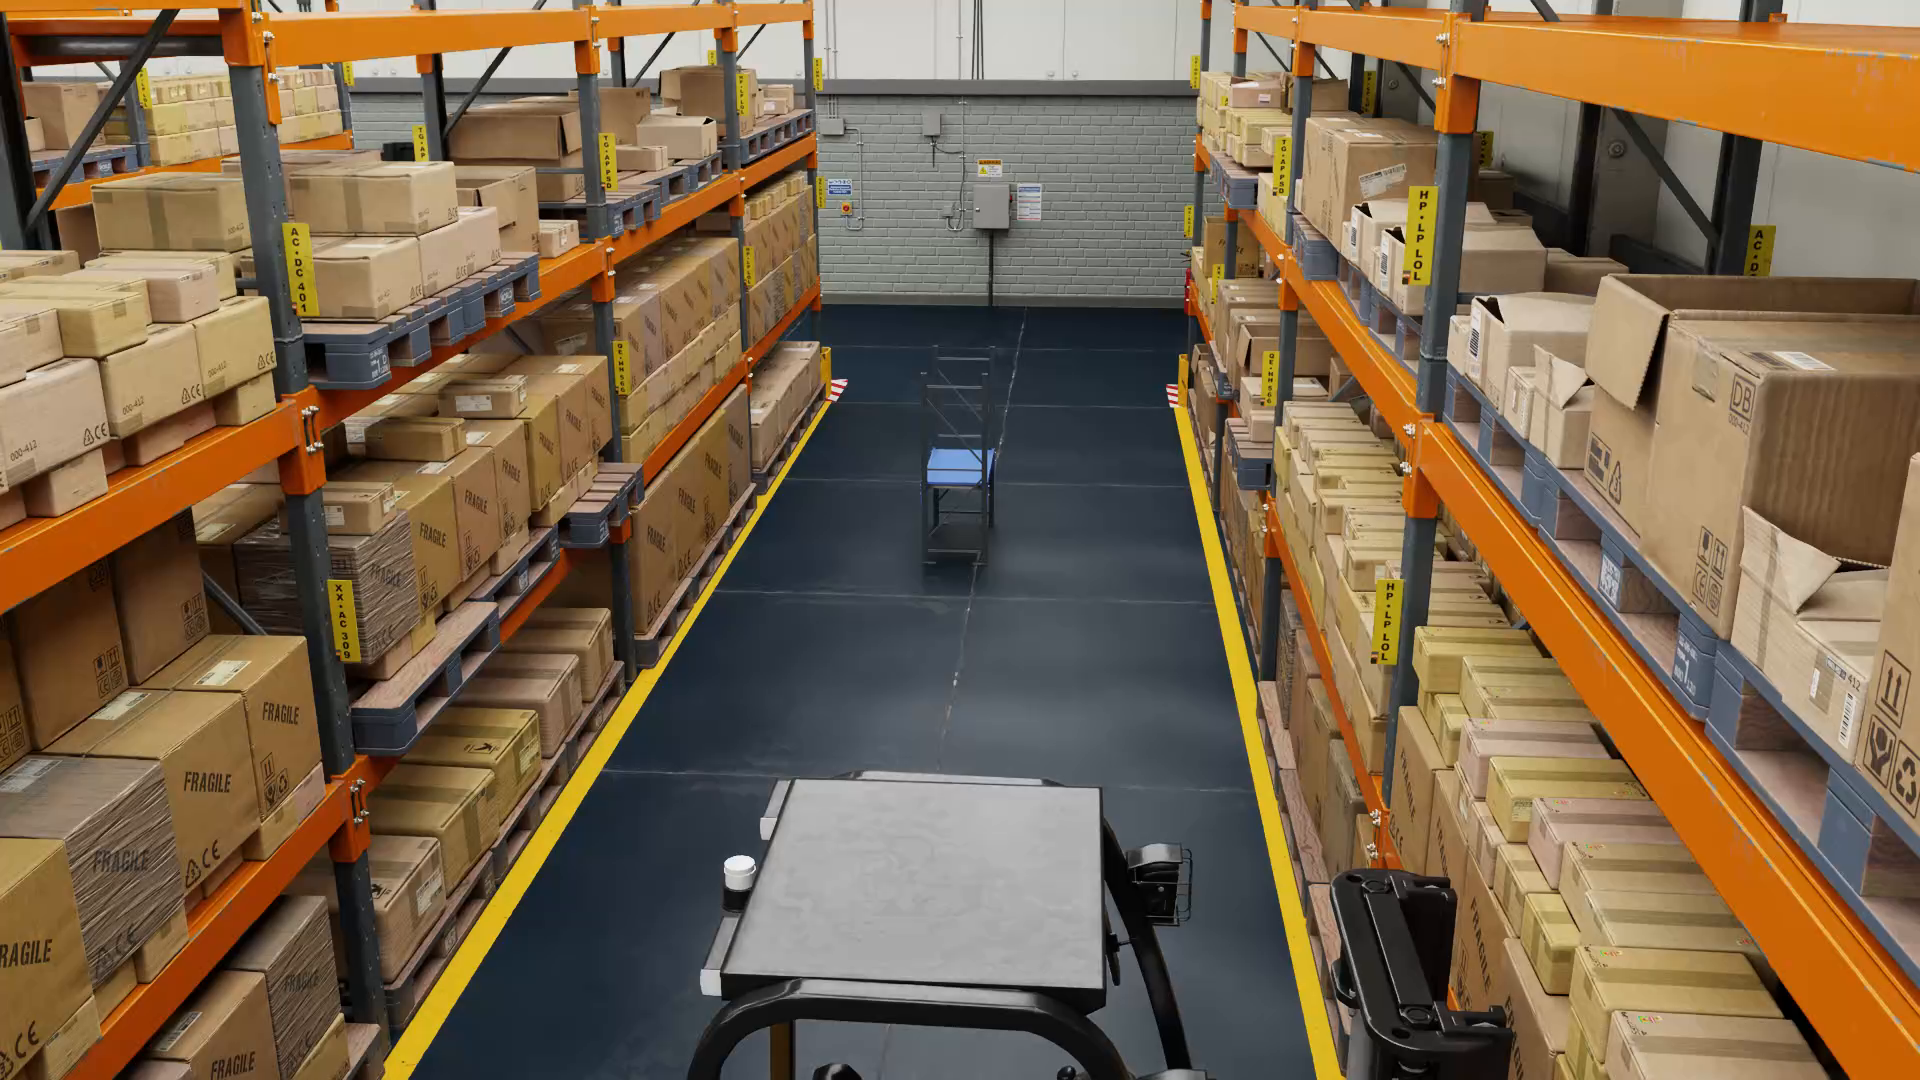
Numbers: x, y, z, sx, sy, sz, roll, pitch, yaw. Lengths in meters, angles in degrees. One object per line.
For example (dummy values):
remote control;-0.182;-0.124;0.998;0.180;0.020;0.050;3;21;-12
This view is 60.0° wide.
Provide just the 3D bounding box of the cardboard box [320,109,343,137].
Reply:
cardboard box;-6.726;-4.306;17.170;0.500;0.250;0.500;1;18;3

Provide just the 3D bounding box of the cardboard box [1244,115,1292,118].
cardboard box;2.233;-2.956;11.900;0.380;0.149;0.250;2;18;5

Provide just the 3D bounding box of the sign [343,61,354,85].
sign;-6.405;-4.926;17.401;0.100;0.325;0.005;1;18;4

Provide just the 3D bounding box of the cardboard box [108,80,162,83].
cardboard box;-7.427;-4.065;14.992;0.380;0.149;0.250;1;18;2

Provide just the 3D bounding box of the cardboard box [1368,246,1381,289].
cardboard box;1.855;-1.085;6.667;0.380;0.149;0.250;1;18;4

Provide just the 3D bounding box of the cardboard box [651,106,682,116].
cardboard box;-2.573;-3.592;14.130;0.396;0.266;0.258;2;18;6

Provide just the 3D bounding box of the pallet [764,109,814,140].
pallet;-2.055;-4.172;16.664;1.003;0.211;1.213;1;18;4

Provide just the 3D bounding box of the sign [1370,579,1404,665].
sign;1.537;0.295;5.973;0.100;0.325;0.005;1;18;4

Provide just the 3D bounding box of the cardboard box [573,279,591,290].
cardboard box;-2.739;-1.538;11.533;0.500;0.500;0.500;1;18;4

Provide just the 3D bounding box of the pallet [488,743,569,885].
pallet;-2.733;1.411;8.779;1.003;0.211;1.213;1;18;4

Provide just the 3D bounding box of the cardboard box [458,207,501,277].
cardboard box;-2.381;-1.333;7.424;0.500;0.250;0.500;1;18;3

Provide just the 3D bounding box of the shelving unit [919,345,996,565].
shelving unit;-0.006;-0.686;13.109;0.538;1.500;1.048;1;18;4

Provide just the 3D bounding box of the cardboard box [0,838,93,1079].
cardboard box;-2.751;1.142;4.481;0.500;0.500;0.500;1;18;3

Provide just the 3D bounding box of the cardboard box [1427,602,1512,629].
cardboard box;1.882;0.350;6.335;0.380;0.149;0.250;2;18;6

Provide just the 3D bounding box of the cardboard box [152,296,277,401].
cardboard box;-2.636;-0.645;5.519;0.500;0.250;0.500;1;18;3

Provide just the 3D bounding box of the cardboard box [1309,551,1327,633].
cardboard box;1.980;0.255;8.067;0.500;0.250;0.500;2;18;6

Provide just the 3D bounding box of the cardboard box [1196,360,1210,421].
cardboard box;2.700;-1.469;16.430;0.700;0.500;0.500;2;18;6

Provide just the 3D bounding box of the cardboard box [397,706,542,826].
cardboard box;-2.741;1.154;8.629;0.950;0.372;0.625;2;18;6

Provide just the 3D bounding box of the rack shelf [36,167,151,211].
rack shelf;-7.387;-2.319;12.021;1.077;0.370;4.000;1;18;4

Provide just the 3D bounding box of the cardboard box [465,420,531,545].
cardboard box;-2.442;-0.289;8.175;0.500;0.500;0.500;1;18;2

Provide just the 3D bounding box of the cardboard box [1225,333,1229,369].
cardboard box;2.170;-1.381;12.360;0.396;0.266;0.258;2;18;7

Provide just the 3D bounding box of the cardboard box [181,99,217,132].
cardboard box;-6.929;-3.747;14.662;0.500;0.250;0.500;1;18;4

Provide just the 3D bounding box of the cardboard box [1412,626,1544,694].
cardboard box;1.760;0.412;5.668;0.380;0.149;0.250;2;18;5

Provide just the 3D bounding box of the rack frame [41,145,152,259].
rack frame;-7.244;-1.857;14.272;1.000;3.000;0.127;1;18;4

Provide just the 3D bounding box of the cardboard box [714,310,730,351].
cardboard box;-2.117;-1.646;13.067;0.500;0.250;0.500;2;18;5

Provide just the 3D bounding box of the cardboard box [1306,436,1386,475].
cardboard box;2.032;-0.444;8.759;0.380;0.149;0.250;1;18;5

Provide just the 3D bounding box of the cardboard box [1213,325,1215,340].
cardboard box;2.415;-1.816;14.550;0.380;0.149;0.250;2;18;5

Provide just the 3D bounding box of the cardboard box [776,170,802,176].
cardboard box;-1.838;-3.735;17.196;0.380;0.149;0.250;2;18;5

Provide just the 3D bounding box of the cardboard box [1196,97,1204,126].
cardboard box;2.634;-4.274;16.595;0.500;0.250;0.500;1;18;3

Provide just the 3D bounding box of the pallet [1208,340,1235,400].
pallet;2.486;-1.331;12.976;1.003;0.211;1.213;1;18;4

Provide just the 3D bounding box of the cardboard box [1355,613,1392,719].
cardboard box;1.859;0.492;6.541;0.500;0.250;0.500;1;18;3

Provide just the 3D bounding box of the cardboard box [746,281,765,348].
cardboard box;-2.004;-1.965;14.442;0.500;0.500;0.500;2;18;6

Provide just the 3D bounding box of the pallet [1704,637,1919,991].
pallet;1.868;0.457;2.537;1.003;0.211;1.213;1;18;4

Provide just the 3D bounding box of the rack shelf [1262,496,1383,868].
rack shelf;2.222;0.538;8.121;1.077;0.370;4.000;1;18;4

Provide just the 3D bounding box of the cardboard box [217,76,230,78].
cardboard box;-6.820;-4.293;15.687;0.380;0.149;0.250;1;18;2

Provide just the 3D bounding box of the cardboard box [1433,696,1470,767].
cardboard box;1.776;0.635;5.467;0.380;0.149;0.250;2;18;5

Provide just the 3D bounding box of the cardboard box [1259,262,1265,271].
cardboard box;3.092;-2.518;16.052;0.500;0.250;0.500;2;18;6

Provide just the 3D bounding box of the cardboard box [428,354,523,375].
cardboard box;-2.849;-0.789;9.701;0.500;0.500;0.500;1;18;2

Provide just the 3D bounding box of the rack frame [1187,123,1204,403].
rack frame;2.939;-2.910;17.487;1.000;3.000;0.127;1;18;4

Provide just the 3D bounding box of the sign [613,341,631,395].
sign;-2.044;-1.039;10.043;0.100;0.325;0.005;1;18;4

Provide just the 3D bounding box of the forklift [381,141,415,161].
forklift;-4.784;-2.001;14.823;1.130;2.935;3.031;2;18;7

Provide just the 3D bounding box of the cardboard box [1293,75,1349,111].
cardboard box;2.713;-3.380;12.528;0.396;0.266;0.258;1;18;4

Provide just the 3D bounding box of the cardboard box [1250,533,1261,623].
cardboard box;2.228;0.271;11.117;0.500;0.500;0.500;1;18;3

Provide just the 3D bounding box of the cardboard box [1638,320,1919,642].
cardboard box;1.754;-0.120;3.158;0.700;0.500;0.500;1;18;4

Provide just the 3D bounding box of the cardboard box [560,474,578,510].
cardboard box;-2.321;-0.266;9.147;0.380;0.149;0.250;0;18;1

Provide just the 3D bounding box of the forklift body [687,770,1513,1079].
forklift body;0.108;1.833;4.375;2.313;2.155;1.214;1;18;4

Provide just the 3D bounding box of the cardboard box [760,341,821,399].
cardboard box;-1.960;-1.795;17.523;0.875;0.438;0.875;1;18;2

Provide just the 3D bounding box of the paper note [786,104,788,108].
paper note;-1.582;-3.981;15.258;0.006;0.032;0.123;1;18;4

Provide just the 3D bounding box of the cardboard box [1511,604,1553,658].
cardboard box;2.318;0.357;6.315;0.380;0.149;0.250;1;18;3

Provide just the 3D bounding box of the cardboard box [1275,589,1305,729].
cardboard box;2.307;0.697;9.618;0.875;0.625;0.625;2;18;6

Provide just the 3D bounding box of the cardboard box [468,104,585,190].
cardboard box;-2.704;-2.519;10.642;0.700;0.500;0.500;0;18;1

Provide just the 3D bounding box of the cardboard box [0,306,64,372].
cardboard box;-2.737;-0.551;4.592;0.380;0.149;0.250;1;18;3

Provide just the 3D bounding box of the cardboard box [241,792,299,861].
cardboard box;-2.603;1.011;5.924;0.380;0.149;0.250;2;18;5

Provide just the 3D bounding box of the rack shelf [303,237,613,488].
rack shelf;-2.729;-0.998;7.988;1.077;0.370;4.000;1;18;4

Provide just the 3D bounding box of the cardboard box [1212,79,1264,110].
cardboard box;2.552;-4.039;15.074;0.500;0.250;0.500;2;18;5

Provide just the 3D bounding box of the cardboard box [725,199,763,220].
cardboard box;-1.960;-2.937;14.760;0.380;0.149;0.250;1;18;4
